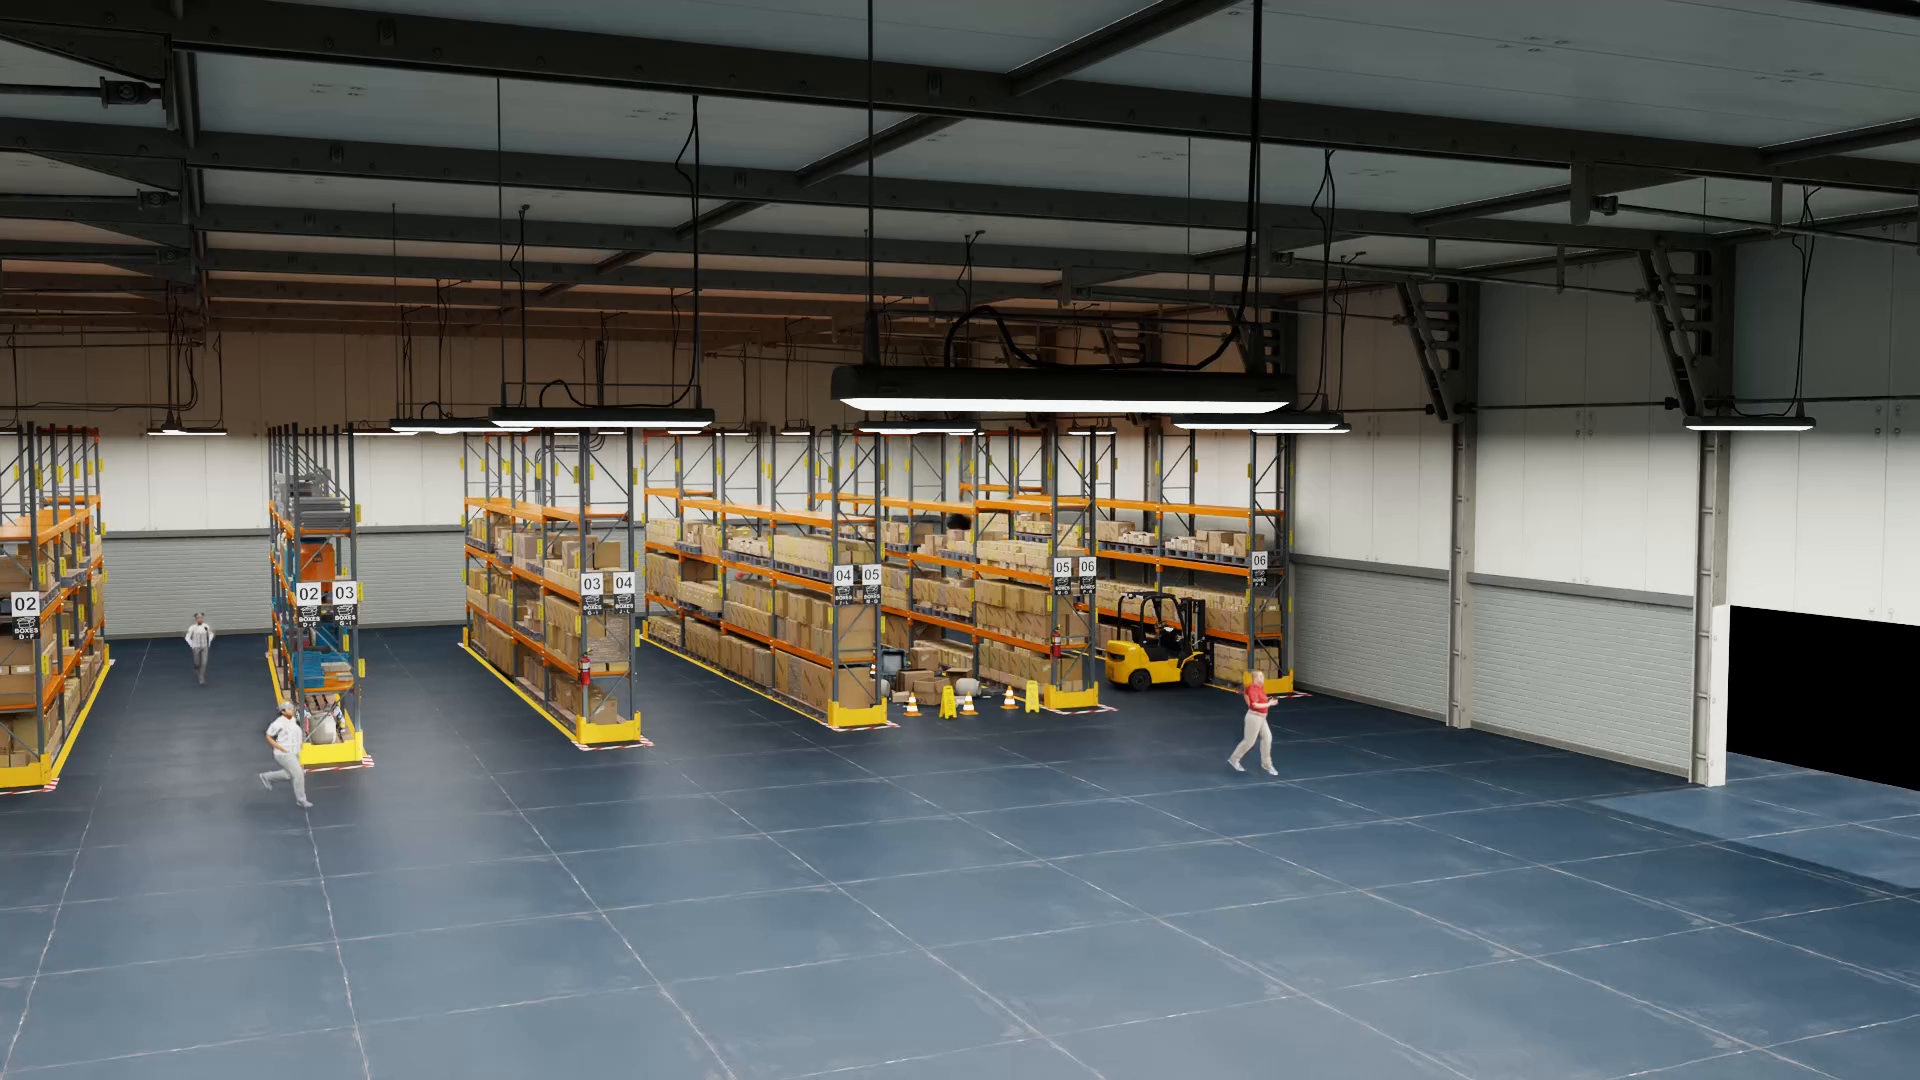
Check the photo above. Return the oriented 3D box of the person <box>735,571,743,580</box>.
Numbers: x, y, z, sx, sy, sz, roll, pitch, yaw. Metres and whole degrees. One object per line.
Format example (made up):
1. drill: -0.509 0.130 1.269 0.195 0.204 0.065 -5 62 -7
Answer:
1. person: -6.638 1.800 50.025 0.623 1.738 0.655 -2 4 -24

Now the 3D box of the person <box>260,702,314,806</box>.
1. person: -10.535 3.350 25.983 0.917 1.664 0.591 0 4 6

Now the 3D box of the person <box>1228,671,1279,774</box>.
1. person: 5.015 3.119 28.405 0.848 1.792 0.664 1 4 23

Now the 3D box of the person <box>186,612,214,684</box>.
1. person: -17.845 2.520 39.066 0.617 1.671 0.661 -2 4 -32
